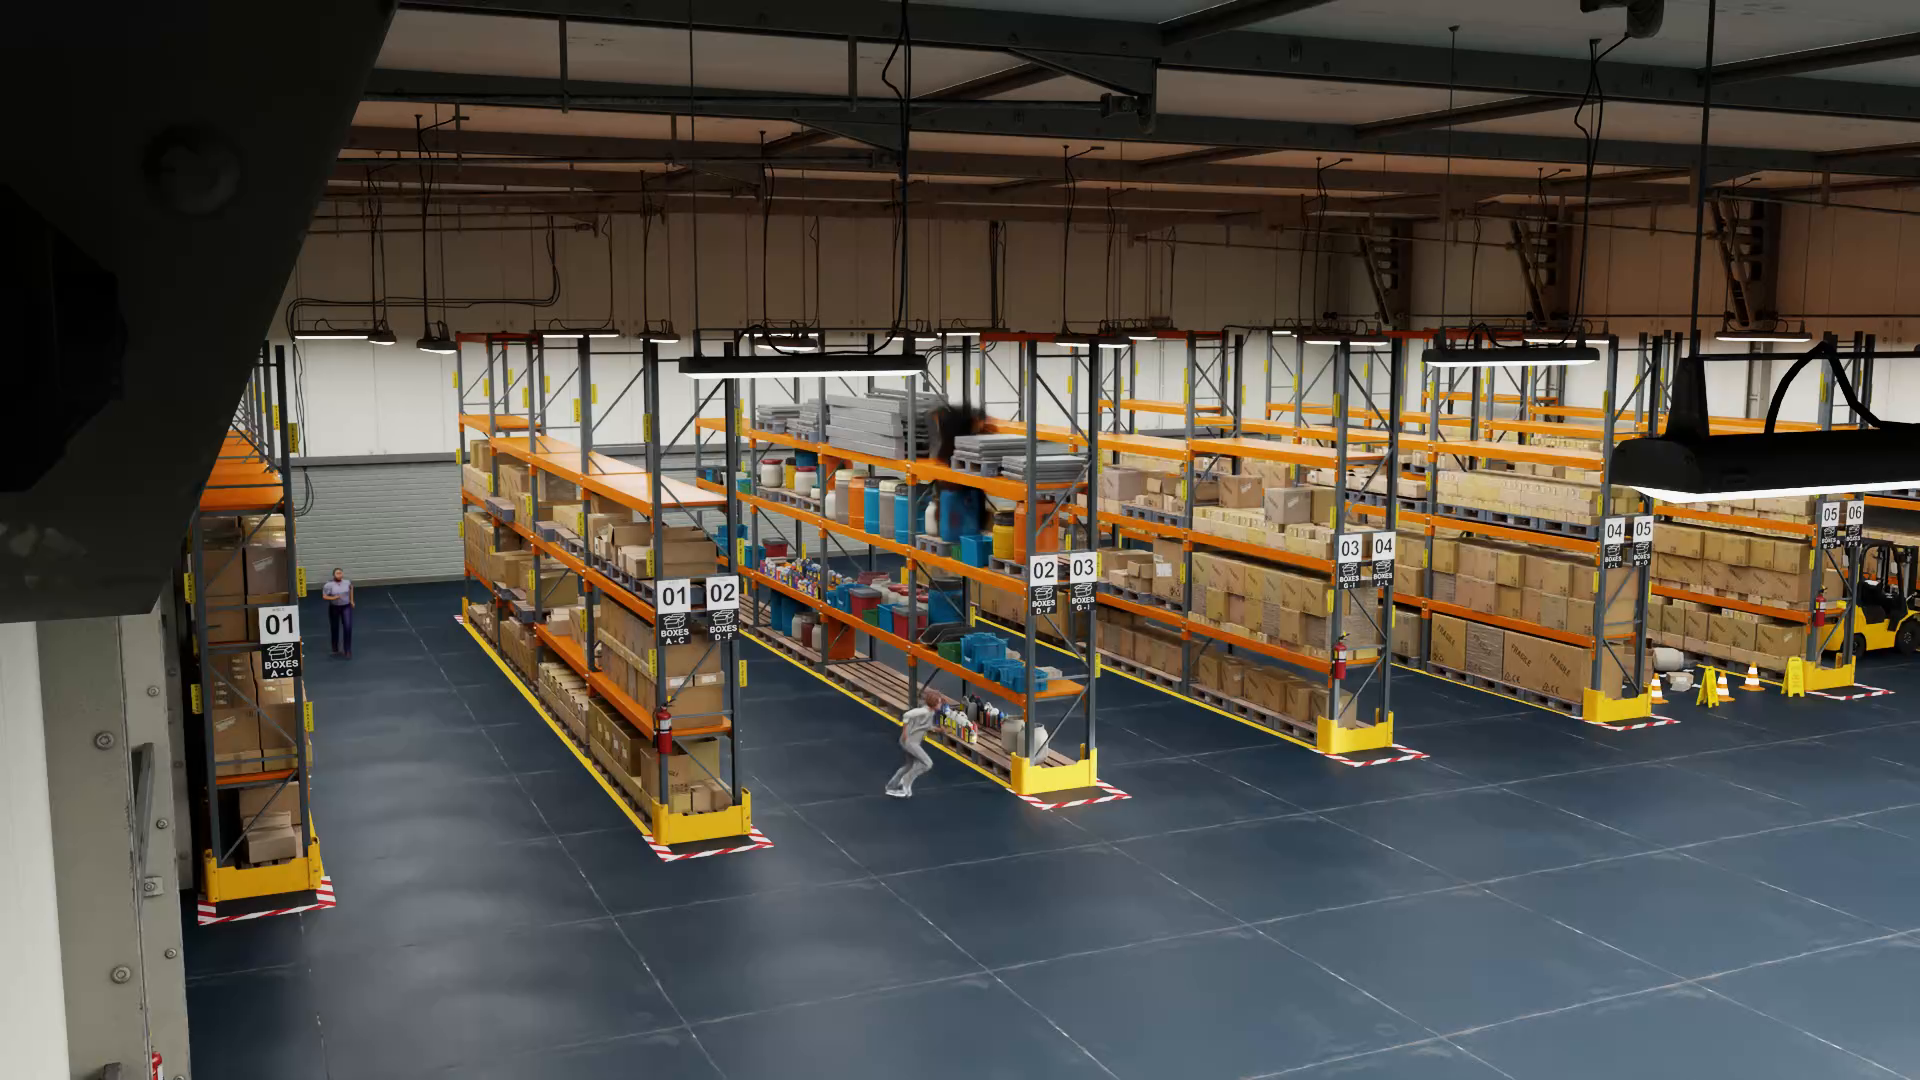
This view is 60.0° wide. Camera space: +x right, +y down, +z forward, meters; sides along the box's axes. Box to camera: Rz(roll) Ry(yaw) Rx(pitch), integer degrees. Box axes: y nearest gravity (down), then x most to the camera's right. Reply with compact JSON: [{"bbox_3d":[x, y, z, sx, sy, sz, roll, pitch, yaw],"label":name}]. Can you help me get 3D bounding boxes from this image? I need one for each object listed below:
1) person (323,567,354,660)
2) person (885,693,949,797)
[{"bbox_3d":[-11.561,1.341,30.963,0.570,1.695,0.855,-4,9,-27],"label":"person"},{"bbox_3d":[-0.581,2.693,21.717,0.853,1.437,0.576,2,8,15],"label":"person"}]
